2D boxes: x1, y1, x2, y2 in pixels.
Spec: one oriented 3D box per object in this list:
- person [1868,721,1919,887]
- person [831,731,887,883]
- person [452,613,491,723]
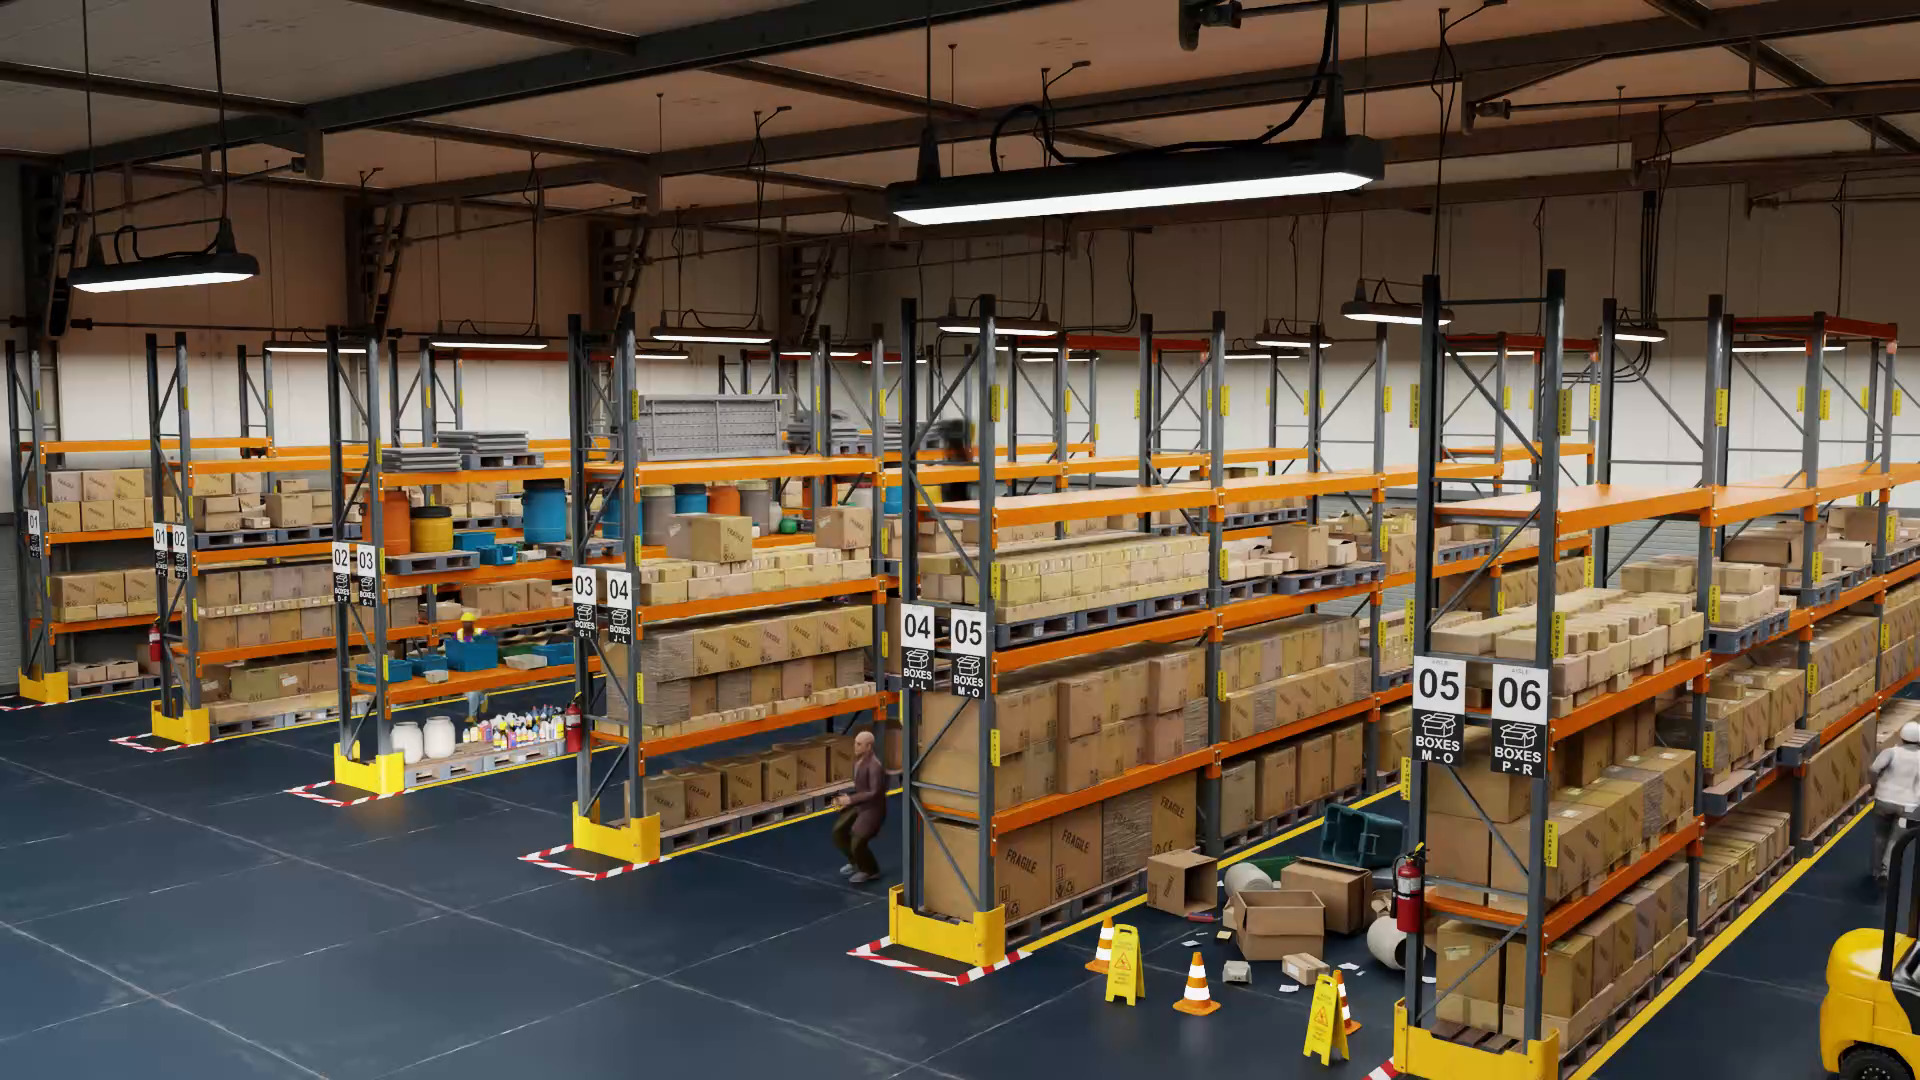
[{"bbox_3d":[9.784,2.750,17.244,0.675,1.753,0.915,3,6,30],"label":"person"},{"bbox_3d":[-1.055,2.786,17.253,0.733,1.666,0.894,-3,6,-33],"label":"person"},{"bbox_3d":[-7.608,1.966,26.094,0.696,1.717,0.839,1,5,12],"label":"person"}]
